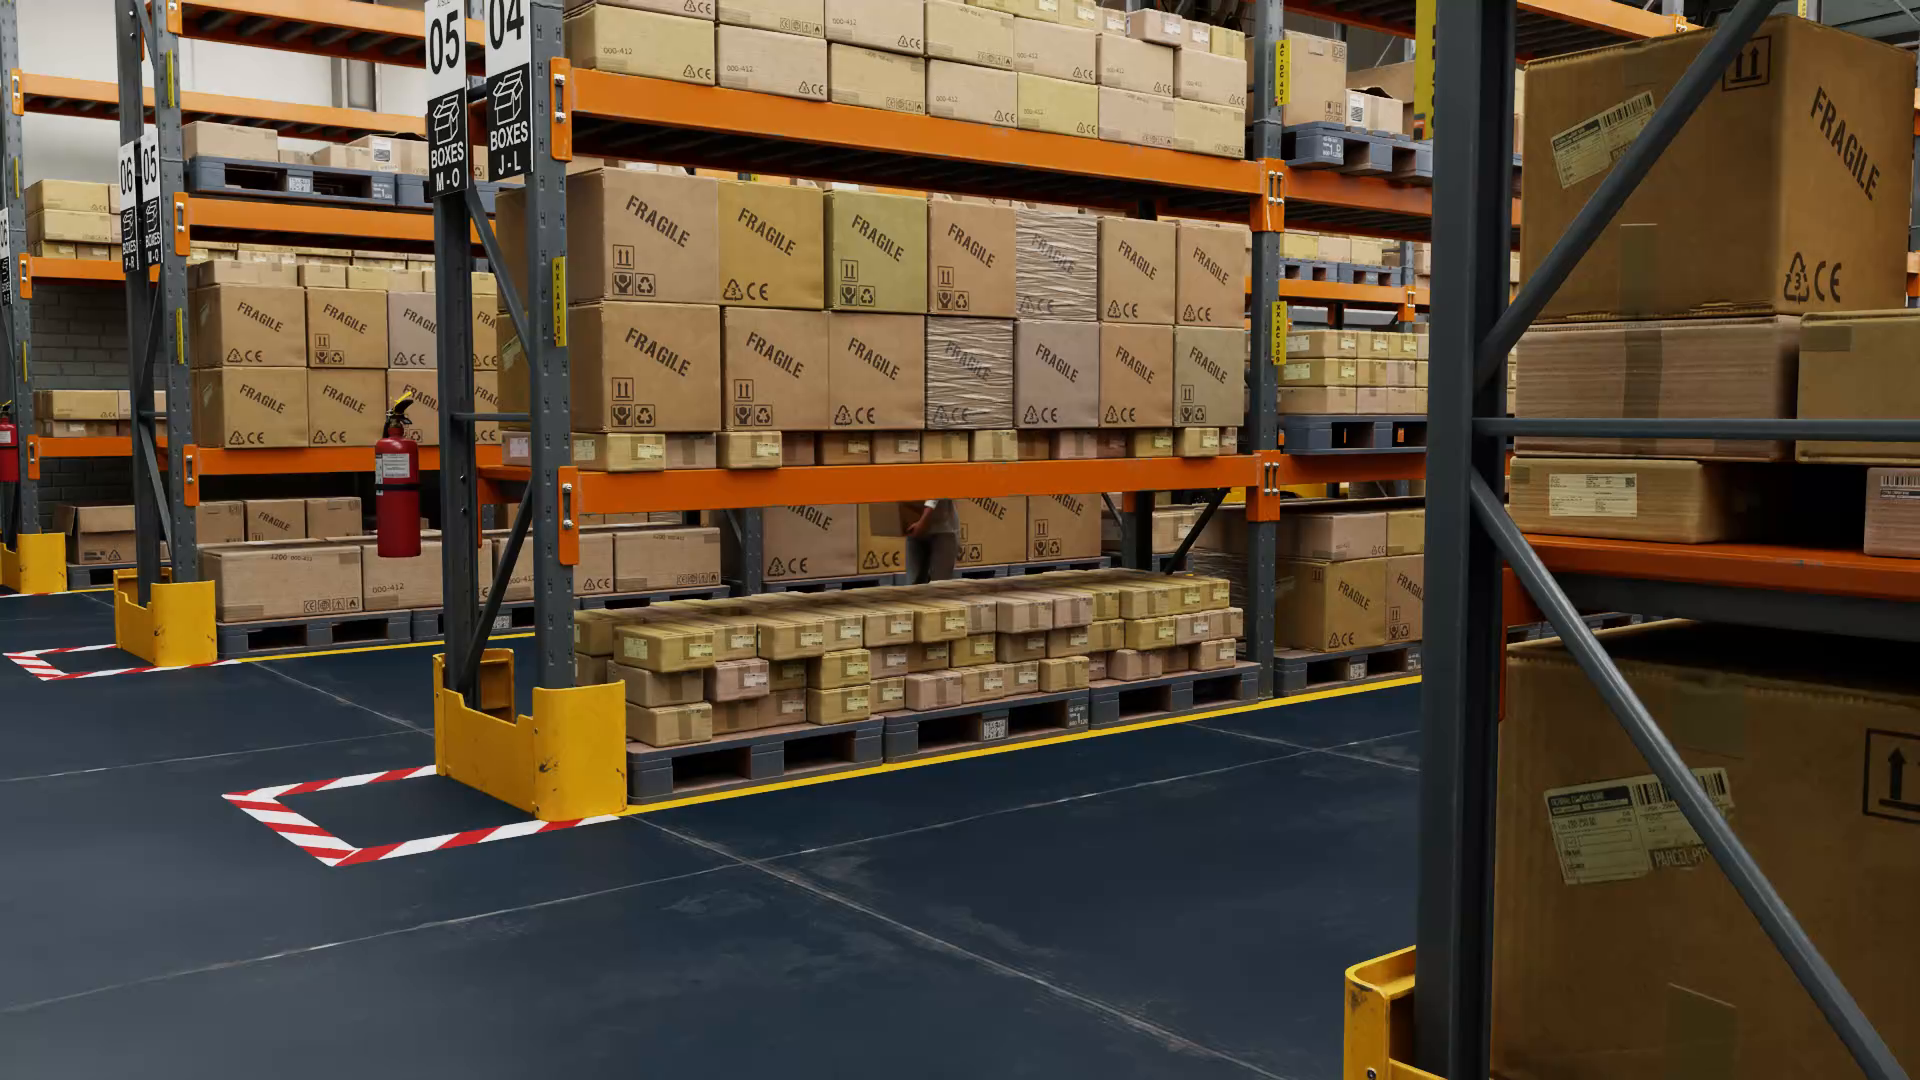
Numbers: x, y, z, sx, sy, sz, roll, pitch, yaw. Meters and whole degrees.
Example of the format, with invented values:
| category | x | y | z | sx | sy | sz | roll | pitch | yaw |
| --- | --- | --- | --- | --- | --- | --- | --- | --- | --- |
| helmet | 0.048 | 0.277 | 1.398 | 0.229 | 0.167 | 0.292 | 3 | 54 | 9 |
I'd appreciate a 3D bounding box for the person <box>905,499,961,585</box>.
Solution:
| category | x | y | z | sx | sy | sz | roll | pitch | yaw |
| --- | --- | --- | --- | --- | --- | --- | --- | --- | --- |
| person | -0.226 | -0.015 | 9.788 | 0.375 | 1.584 | 0.500 | 4 | 6 | 42 |
